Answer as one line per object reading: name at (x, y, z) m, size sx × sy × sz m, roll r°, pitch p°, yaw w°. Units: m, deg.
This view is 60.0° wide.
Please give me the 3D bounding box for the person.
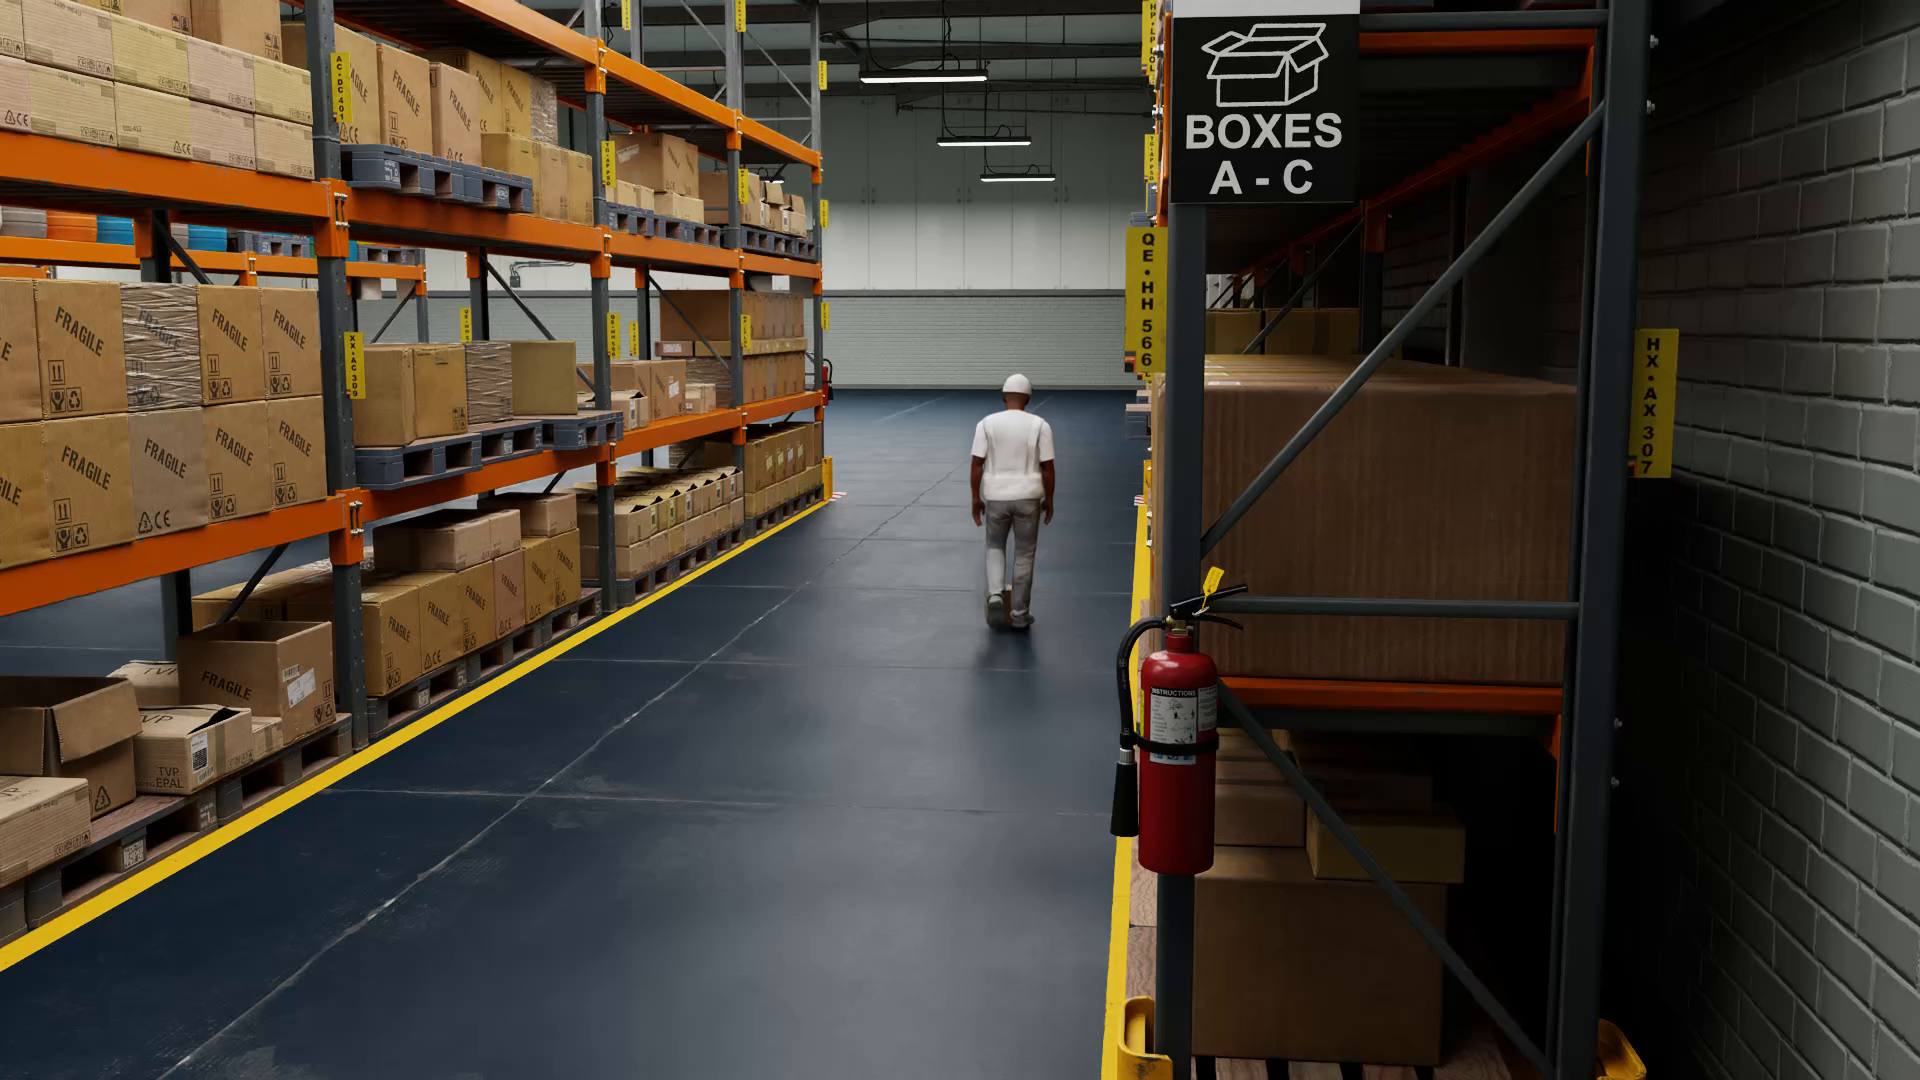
person at (0.370, -0.266, 11.625) m, size 0.585 × 1.779 × 0.463 m, roll 1°, pitch 8°, yaw 10°
